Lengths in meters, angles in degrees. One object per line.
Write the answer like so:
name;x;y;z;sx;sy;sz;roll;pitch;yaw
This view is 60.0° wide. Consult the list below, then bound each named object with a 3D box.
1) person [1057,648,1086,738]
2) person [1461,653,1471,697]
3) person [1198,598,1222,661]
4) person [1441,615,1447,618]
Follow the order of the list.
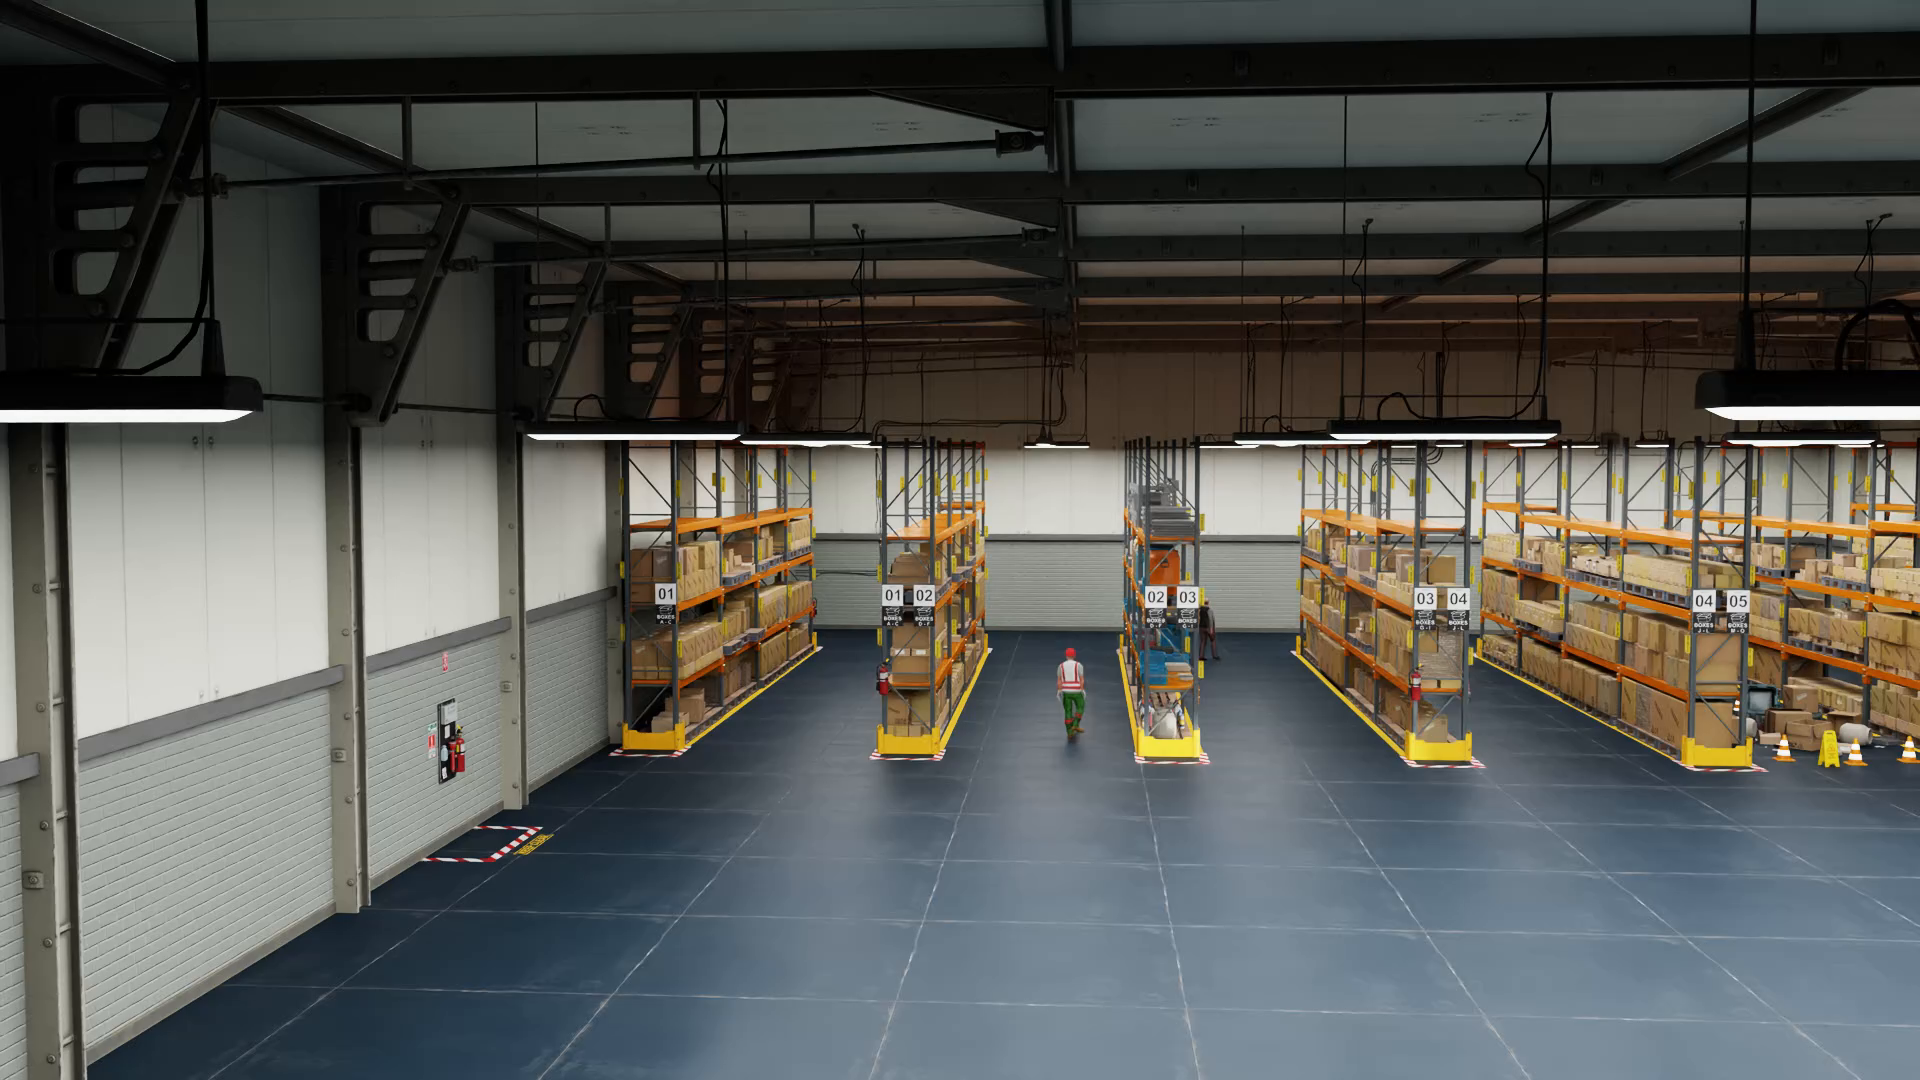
person;2.223;3.049;33.234;0.586;1.781;0.511;1;3;15
person;11.548;2.835;38.530;0.456;1.610;1.066;0;3;7
person;6.794;2.443;45.535;0.555;1.736;0.715;2;4;39
person;13.733;2.320;47.216;0.647;1.720;1.203;2;4;34
